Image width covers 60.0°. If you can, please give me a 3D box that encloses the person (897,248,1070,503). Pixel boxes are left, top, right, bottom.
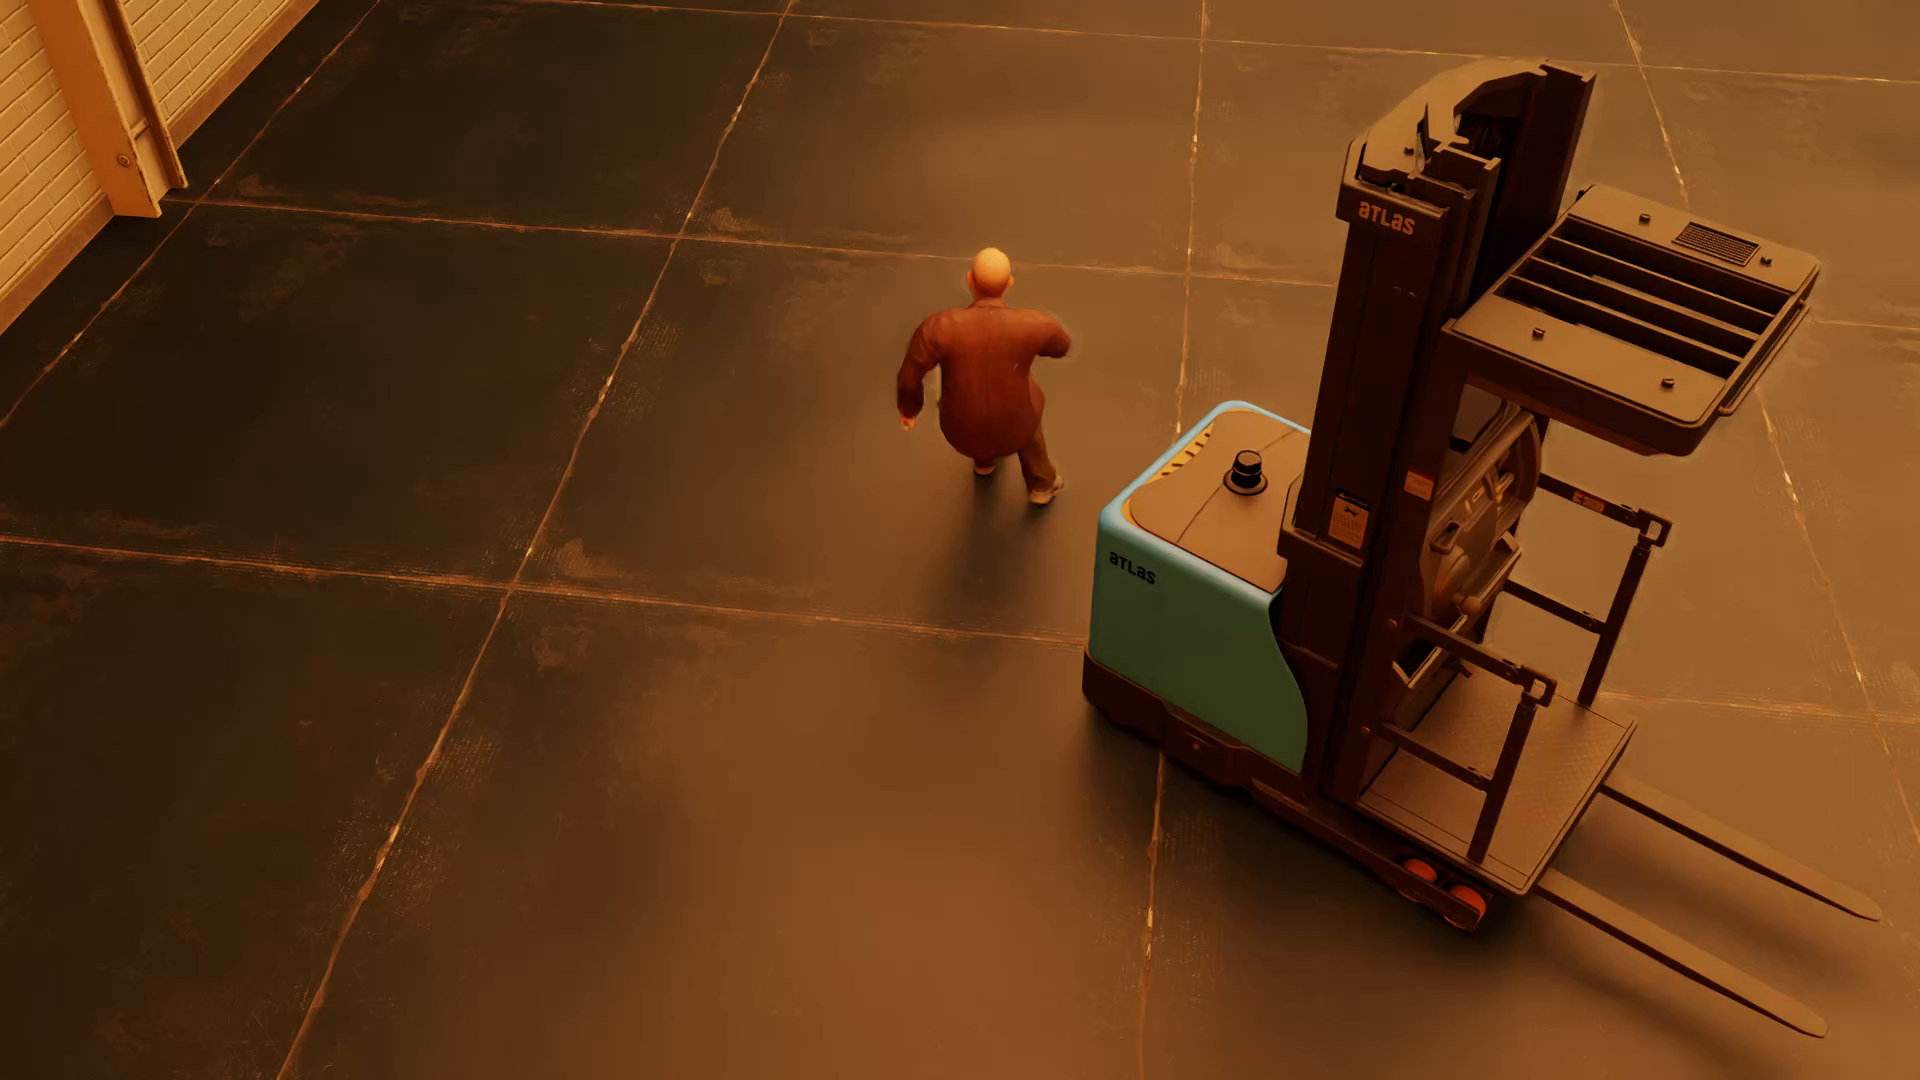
[{"bbox_3d":[0.116,-0.751,7.656,0.833,1.565,0.947,-3,43,-4],"label":"person"}]

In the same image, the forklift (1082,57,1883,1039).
[{"bbox_3d":[1.988,-0.022,5.748,3.031,2.935,1.130,28,50,27],"label":"forklift"}]
